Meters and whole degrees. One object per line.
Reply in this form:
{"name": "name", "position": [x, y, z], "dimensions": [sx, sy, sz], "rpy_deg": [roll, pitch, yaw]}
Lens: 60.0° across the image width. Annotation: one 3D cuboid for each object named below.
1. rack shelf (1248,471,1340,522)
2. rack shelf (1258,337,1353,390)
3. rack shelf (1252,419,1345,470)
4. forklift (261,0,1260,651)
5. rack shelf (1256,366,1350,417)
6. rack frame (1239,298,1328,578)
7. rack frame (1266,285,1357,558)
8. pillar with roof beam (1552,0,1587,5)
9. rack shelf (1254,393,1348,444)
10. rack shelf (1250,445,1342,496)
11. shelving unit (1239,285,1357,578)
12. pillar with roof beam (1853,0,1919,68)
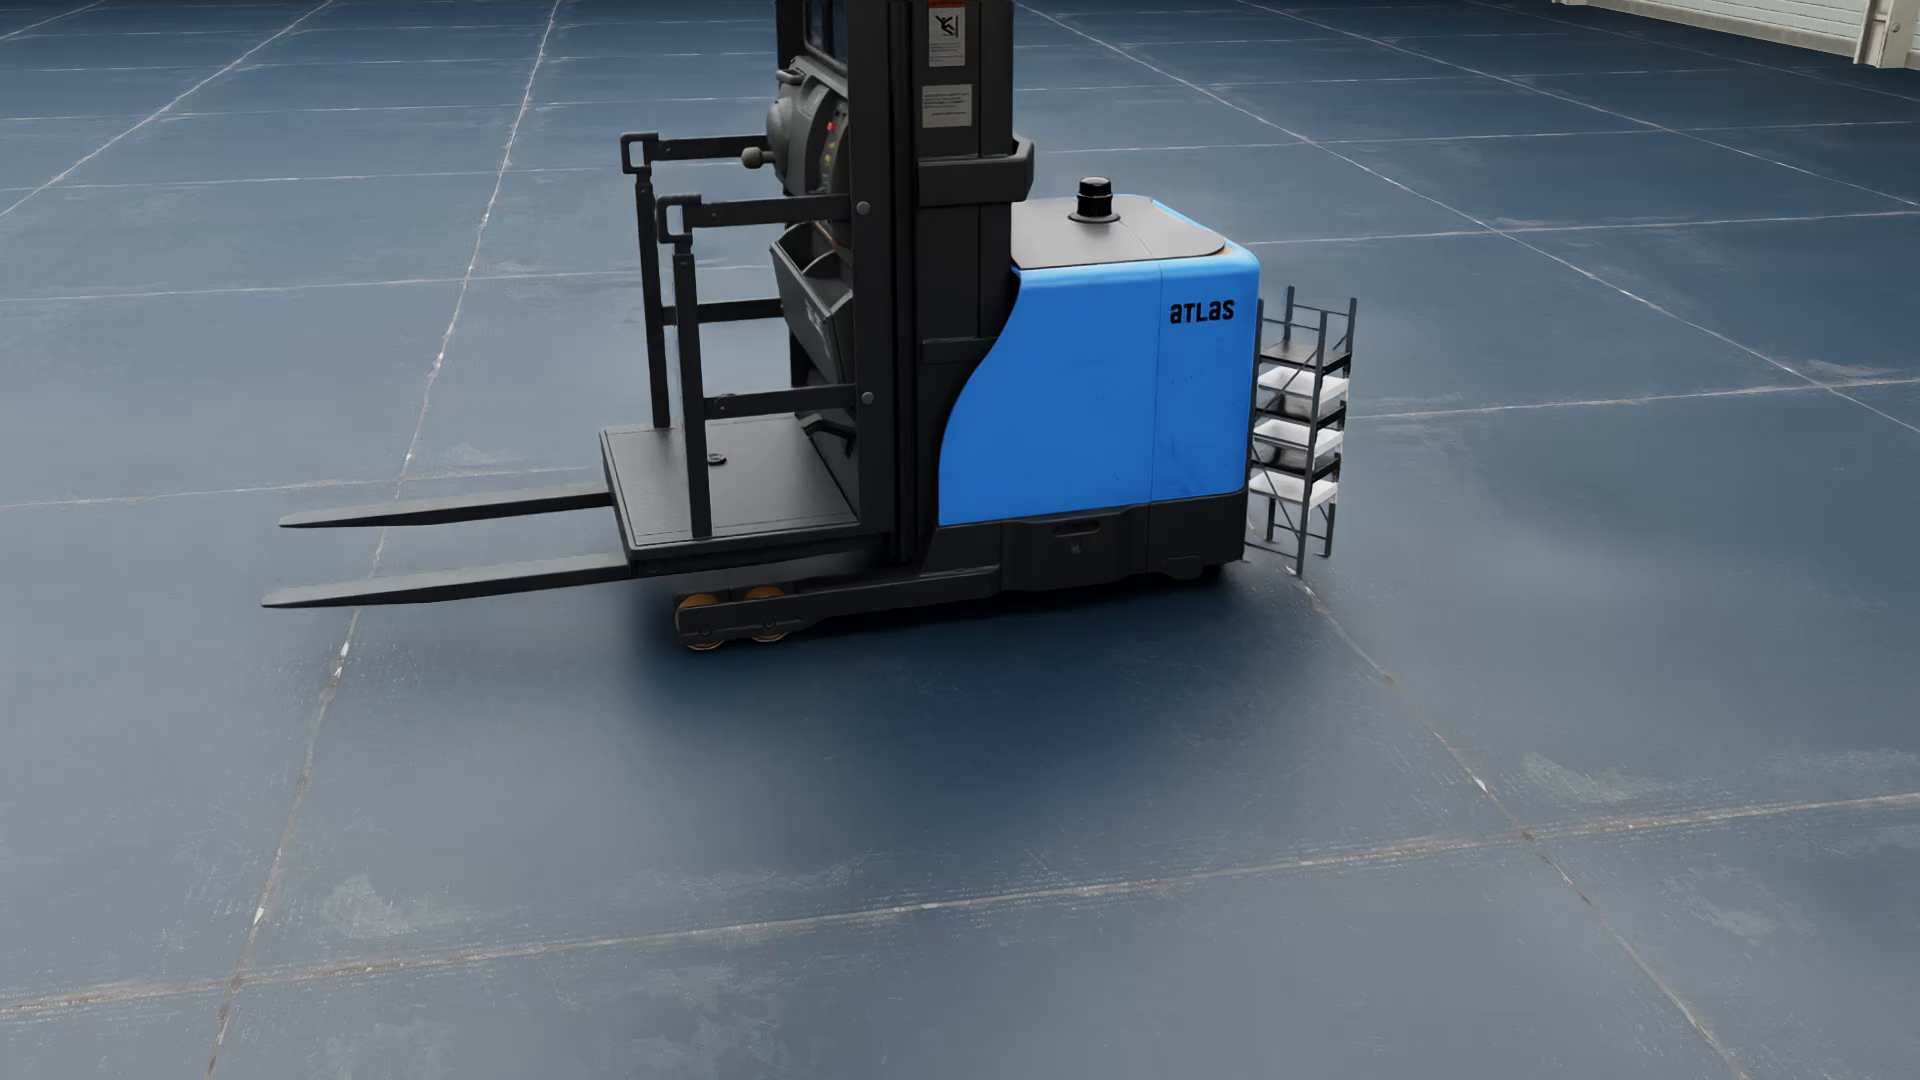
{"name": "rack shelf", "position": [1.093, -0.156, 5.513], "dimensions": [0.258, 0.077, 0.200], "rpy_deg": [18, 29, 34]}
{"name": "rack shelf", "position": [1.095, -0.567, 5.331], "dimensions": [0.258, 0.077, 0.200], "rpy_deg": [18, 29, 34]}
{"name": "rack shelf", "position": [1.094, -0.320, 5.440], "dimensions": [0.258, 0.077, 0.200], "rpy_deg": [18, 29, 34]}
{"name": "forklift", "position": [-0.640, -1.247, 4.942], "dimensions": [3.031, 2.935, 1.130], "rpy_deg": [-7, 24, -15]}
{"name": "rack shelf", "position": [1.095, -0.485, 5.368], "dimensions": [0.258, 0.077, 0.200], "rpy_deg": [18, 29, 34]}
{"name": "rack frame", "position": [1.032, -0.319, 5.353], "dimensions": [0.240, 0.900, 0.006], "rpy_deg": [18, 29, 34]}
{"name": "rack frame", "position": [1.157, -0.383, 5.500], "dimensions": [0.240, 0.900, 0.006], "rpy_deg": [18, 29, 34]}
{"name": "pillar with roof beam", "position": [3.846, -10.908, 19.482], "dimensions": [9.100, 9.000, 0.400], "rpy_deg": [-4, 24, -10]}
{"name": "rack shelf", "position": [1.095, -0.403, 5.404], "dimensions": [0.258, 0.077, 0.200], "rpy_deg": [18, 29, 34]}
{"name": "rack shelf", "position": [1.094, -0.238, 5.476], "dimensions": [0.258, 0.077, 0.200], "rpy_deg": [18, 29, 34]}
{"name": "shelving unit", "position": [1.094, -0.351, 5.427], "dimensions": [0.258, 0.900, 0.210], "rpy_deg": [18, 29, 34]}
{"name": "pillar with roof beam", "position": [4.955, -8.548, 14.079], "dimensions": [9.100, 9.000, 0.400], "rpy_deg": [-4, 24, -10]}
